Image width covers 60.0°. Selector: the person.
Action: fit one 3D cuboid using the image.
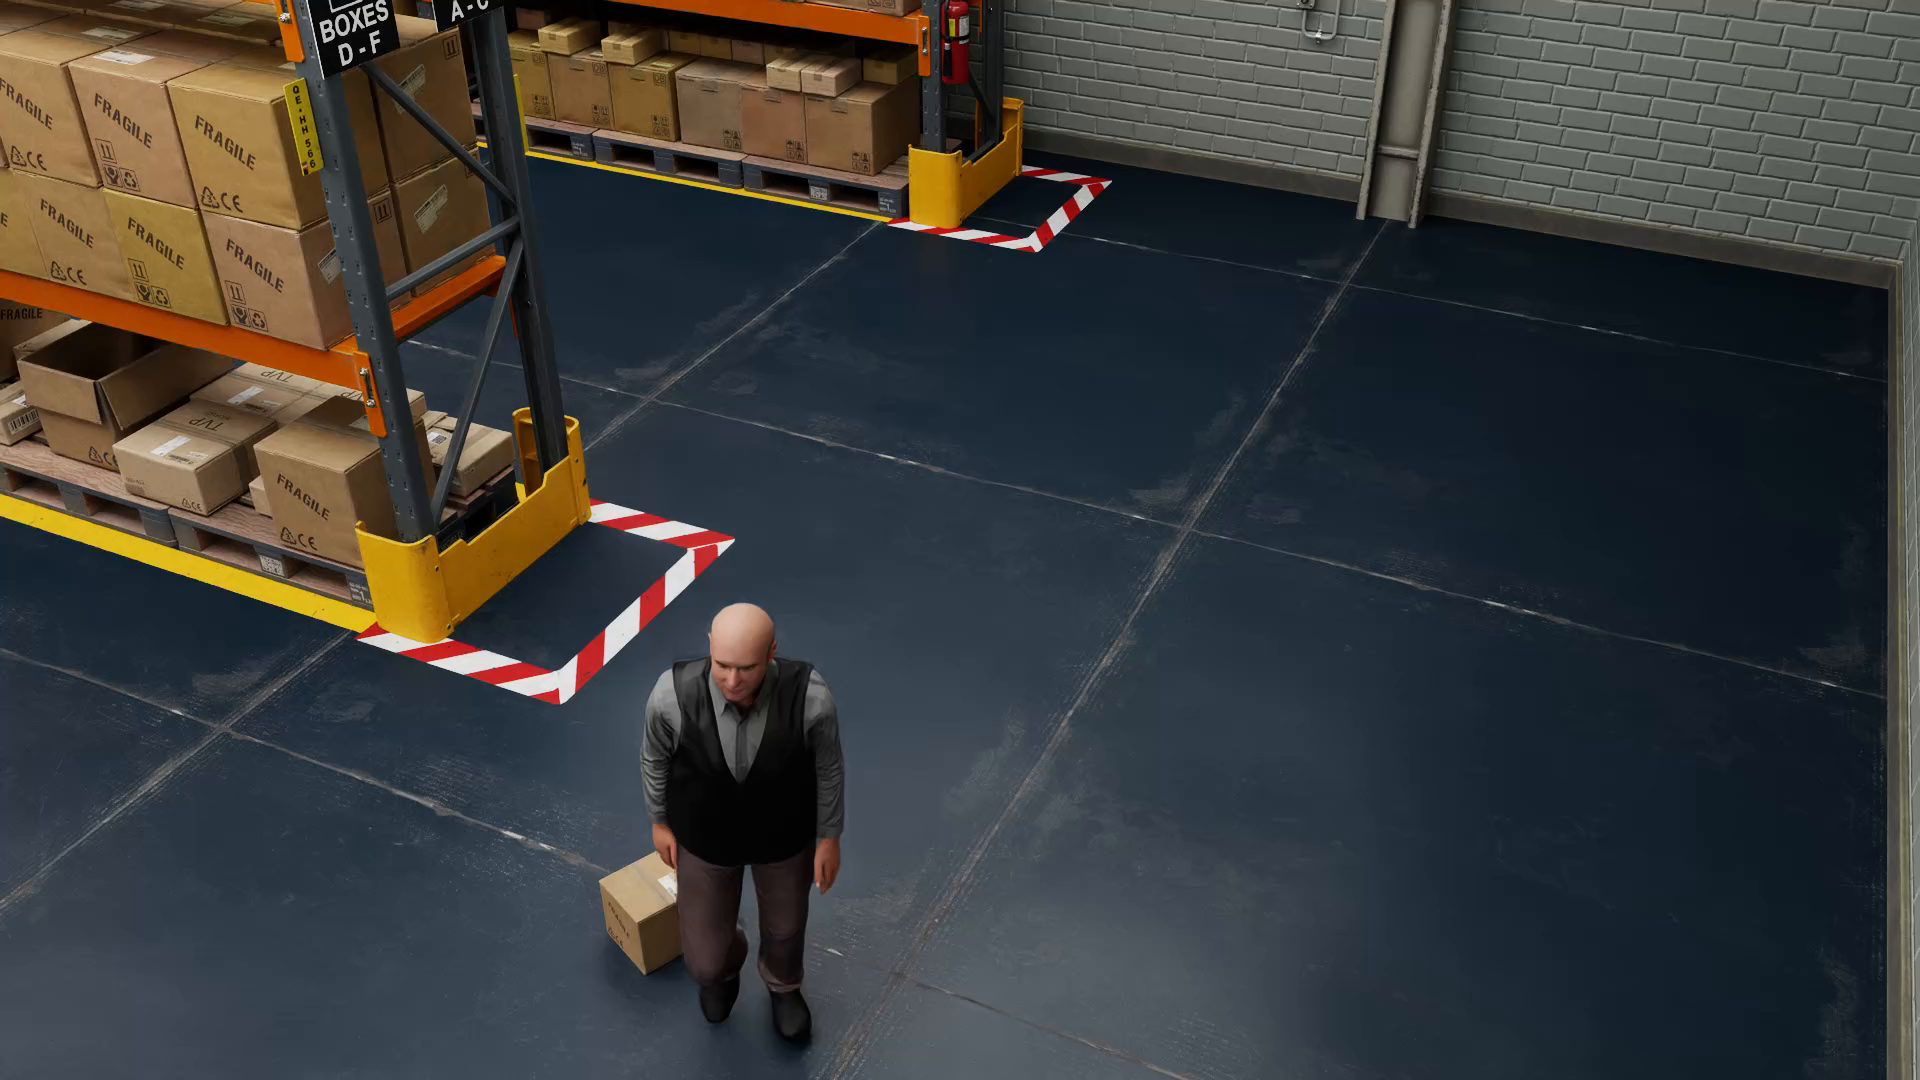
[{"bbox_3d":[-0.617,0.843,4.854,0.573,1.718,0.466,-5,34,-8],"label":"person"}]
